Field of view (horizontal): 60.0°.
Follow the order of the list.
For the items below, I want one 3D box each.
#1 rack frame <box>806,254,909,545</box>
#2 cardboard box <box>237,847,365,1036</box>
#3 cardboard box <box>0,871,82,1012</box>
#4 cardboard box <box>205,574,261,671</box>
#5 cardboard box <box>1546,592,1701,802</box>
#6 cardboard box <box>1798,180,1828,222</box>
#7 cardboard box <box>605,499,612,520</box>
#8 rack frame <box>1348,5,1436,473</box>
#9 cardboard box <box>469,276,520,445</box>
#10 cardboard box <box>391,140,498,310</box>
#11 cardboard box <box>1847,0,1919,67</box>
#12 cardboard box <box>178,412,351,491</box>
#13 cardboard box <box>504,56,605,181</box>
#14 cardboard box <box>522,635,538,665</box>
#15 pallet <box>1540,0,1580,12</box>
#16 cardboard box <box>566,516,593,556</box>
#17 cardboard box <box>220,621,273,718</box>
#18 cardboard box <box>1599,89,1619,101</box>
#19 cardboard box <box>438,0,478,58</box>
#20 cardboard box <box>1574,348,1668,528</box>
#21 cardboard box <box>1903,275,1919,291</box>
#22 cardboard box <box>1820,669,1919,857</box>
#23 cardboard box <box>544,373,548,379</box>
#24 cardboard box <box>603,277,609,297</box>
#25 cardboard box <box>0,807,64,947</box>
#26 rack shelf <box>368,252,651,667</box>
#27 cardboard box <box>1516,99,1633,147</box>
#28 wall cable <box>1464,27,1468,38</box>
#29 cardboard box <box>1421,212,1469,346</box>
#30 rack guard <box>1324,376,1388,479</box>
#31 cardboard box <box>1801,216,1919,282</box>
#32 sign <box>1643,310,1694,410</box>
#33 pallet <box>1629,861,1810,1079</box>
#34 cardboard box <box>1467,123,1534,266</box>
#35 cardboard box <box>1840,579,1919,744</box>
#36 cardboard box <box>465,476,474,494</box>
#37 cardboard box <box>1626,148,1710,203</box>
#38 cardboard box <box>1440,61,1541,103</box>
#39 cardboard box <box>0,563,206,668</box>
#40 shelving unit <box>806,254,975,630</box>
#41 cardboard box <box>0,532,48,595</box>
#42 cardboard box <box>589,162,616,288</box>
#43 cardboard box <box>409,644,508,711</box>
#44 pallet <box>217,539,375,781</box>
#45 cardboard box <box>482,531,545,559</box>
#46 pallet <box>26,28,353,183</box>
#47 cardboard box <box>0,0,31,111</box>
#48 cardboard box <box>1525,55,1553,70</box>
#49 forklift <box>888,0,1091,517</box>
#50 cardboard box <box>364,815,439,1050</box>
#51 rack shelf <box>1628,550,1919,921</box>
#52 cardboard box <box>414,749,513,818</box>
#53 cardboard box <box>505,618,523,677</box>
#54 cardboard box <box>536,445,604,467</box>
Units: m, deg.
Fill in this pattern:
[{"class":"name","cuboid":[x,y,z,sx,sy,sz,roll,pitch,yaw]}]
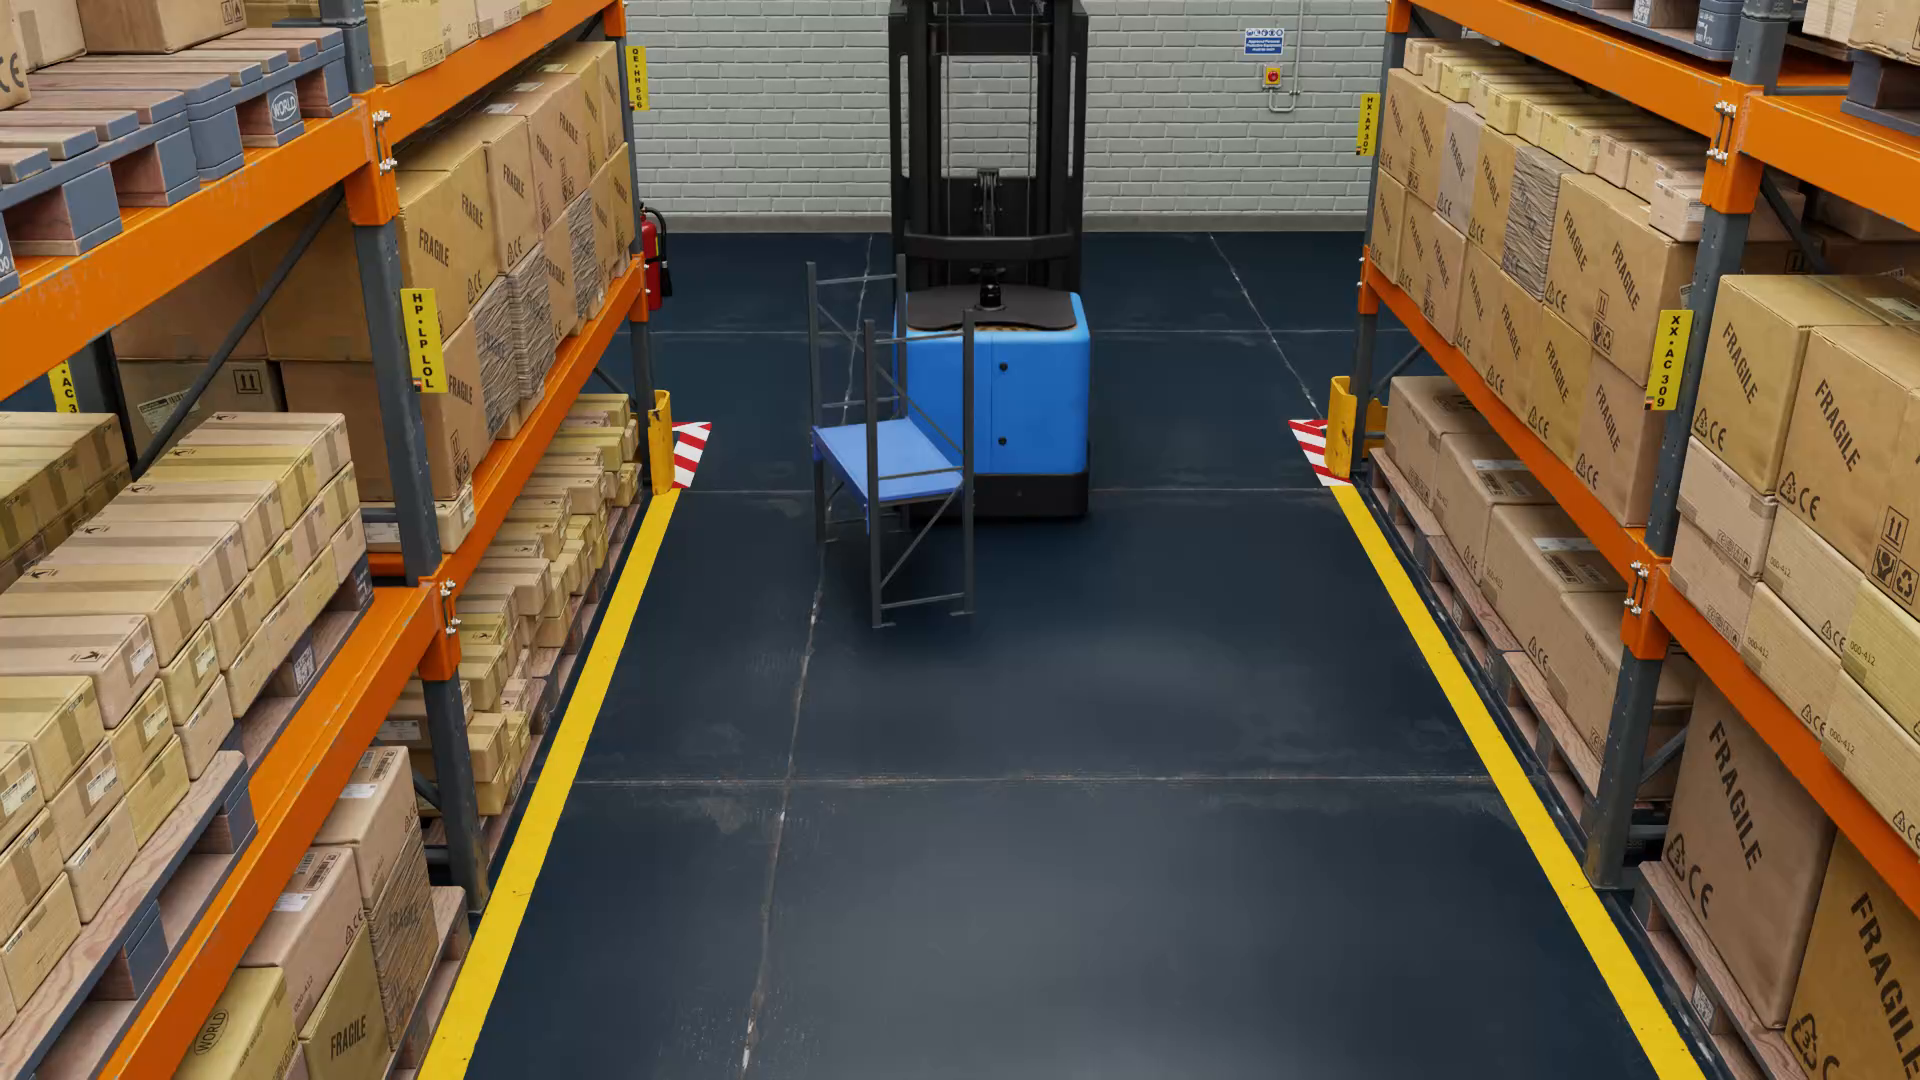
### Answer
[{"class":"rack frame","cuboid":[-0.510,-0.697,8.472,0.500,1.500,0.032,-8,26,-17]},{"class":"cardboard box","cuboid":[-1.924,1.054,4.394,0.500,0.250,0.500,1,24,2]},{"class":"cardboard box","cuboid":[-1.953,0.770,3.203,0.380,0.149,0.250,0,24,0]},{"class":"cardboard box","cuboid":[-1.964,0.204,4.093,0.380,0.149,0.250,-1,24,-2]},{"class":"cardboard box","cuboid":[2.872,0.583,6.420,0.875,0.438,0.875,-1,24,-1]},{"class":"cardboard box","cuboid":[3.009,-1.167,5.569,0.380,0.149,0.250,0,24,0]},{"class":"cardboard box","cuboid":[-1.986,-0.180,8.458,0.380,0.149,0.250,0,24,-1]},{"class":"rack frame","cuboid":[2.728,-1.782,9.050,1.000,3.000,0.127,0,24,-1]},{"class":"cardboard box","cuboid":[-1.943,-0.660,6.087,0.500,0.500,0.500,0,24,-1]},{"class":"cardboard box","cuboid":[-1.959,-1.107,5.862,0.500,0.500,0.500,-1,24,-2]},{"class":"cardboard box","cuboid":[2.491,-1.373,3.875,0.500,0.500,0.500,-1,24,-2]},{"class":"cardboard box","cuboid":[-1.978,-0.253,4.743,0.380,0.149,0.250,1,24,2]},{"class":"cardboard box","cuboid":[-1.962,-1.959,7.745,0.500,0.500,0.500,-1,24,-2]},{"class":"cardboard box","cuboid":[-2.008,0.459,7.044,0.380,0.149,0.250,-1,24,-3]},{"class":"pallet","cuboid":[2.763,-2.299,6.660,1.003,0.211,1.213,0,24,-1]},{"class":"cardboard box","cuboid":[-1.919,0.003,7.692,0.380,0.149,0.250,1,24,2]},{"class":"cardboard box","cuboid":[-1.968,0.329,4.178,0.380,0.149,0.250,-1,24,-3]},{"class":"cardboard box","cuboid":[3.001,-1.906,7.203,0.380,0.149,0.250,0,24,1]},{"class":"cardboard box","cuboid":[-1.933,-1.767,5.558,0.500,0.250,0.500,-1,24,-1]},{"class":"cardboard box","cuboid":[2.511,-0.369,5.805,0.500,0.500,0.500,0,24,0]},{"class":"cardboard box","cuboid":[3.027,-0.452,4.775,0.500,0.500,0.500,1,24,1]},{"class":"cardboard box","cuboid":[2.509,0.542,4.095,0.500,0.250,0.500,0,24,-1]},{"class":"cardboard box","cuboid":[-1.965,-0.726,7.021,0.380,0.149,0.250,1,24,1]},{"class":"cardboard box","cuboid":[-1.952,-1.265,8.211,0.380,0.149,0.250,0,24,-1]},{"class":"cardboard box","cuboid":[-1.953,0.635,3.140,0.380,0.149,0.250,0,24,-1]},{"class":"rack shelf","cuboid":[-2.199,-0.566,7.235,1.077,0.370,4.000,0,24,-1]},{"class":"cardboard box","cuboid":[2.481,-1.684,6.712,0.380,0.149,0.250,0,24,-1]},{"class":"wall cable","cuboid":[4.061,-4.580,14.003,0.588,1.984,0.122,0,24,-1]},{"class":"cardboard box","cuboid":[2.467,-1.211,7.665,0.500,0.500,0.500,0,24,-1]},{"class":"rack guard","cuboid":[2.728,-0.653,9.587,1.175,0.500,0.348,0,24,-1]},{"class":"cardboard box","cuboid":[3.008,-0.832,5.615,0.500,0.500,0.500,0,24,0]},{"class":"sign","cuboid":[2.217,-0.561,5.204,0.100,0.325,0.005,0,24,-1]},{"class":"pallet","cuboid":[2.855,1.454,5.278,1.003,0.211,1.213,0,24,-1]},{"class":"cardboard box","cuboid":[2.481,-1.454,6.989,0.500,0.500,0.500,0,24,0]},{"class":"cardboard box","cuboid":[2.507,0.312,3.995,0.500,0.250,0.500,0,24,0]},{"class":"cardboard box","cuboid":[-1.930,-0.180,5.812,0.380,0.149,0.250,0,24,1]},{"class":"cardboard box","cuboid":[2.563,-1.268,5.791,0.380,0.149,0.250,0,24,0]},{"class":"cardboard box","cuboid":[2.438,-2.108,7.648,0.380,0.149,0.250,-1,24,-2]},{"class":"cardboard box","cuboid":[-1.971,0.173,3.800,0.380,0.149,0.250,-1,24,-2]},{"class":"shelving unit","cuboid":[-0.344,-0.499,8.034,0.538,1.500,1.048,-8,26,-17]},{"class":"cardboard box","cuboid":[-2.625,0.095,4.334,0.380,0.149,0.250,0,24,1]},{"class":"cardboard box","cuboid":[-1.958,-1.503,7.951,0.500,0.500,0.500,-1,24,-1]},{"class":"cardboard box","cuboid":[-1.917,0.510,6.210,0.380,0.149,0.250,1,24,2]},{"class":"pallet","cuboid":[-2.314,0.333,4.606,1.003,0.211,1.213,0,24,-1]},{"class":"cardboard box","cuboid":[-2.002,0.081,7.158,0.380,0.149,0.250,-1,24,-3]},{"class":"pallet","cuboid":[-2.277,-1.096,4.122,1.213,0.211,1.003,0,24,-1]},{"class":"cardboard box","cuboid":[-2.292,-1.038,3.130,0.797,0.503,0.637,-1,24,-1]},{"class":"cardboard box","cuboid":[2.959,-2.327,8.134,0.380,0.149,0.250,0,24,0]},{"class":"forklift","cuboid":[0.150,-2.018,9.656,1.130,2.935,3.031,0,24,-1]},{"class":"cardboard box","cuboid":[-1.917,1.182,5.021,0.500,0.500,0.500,-1,24,-2]},{"class":"rack shelf","cuboid":[2.793,1.018,3.732,1.077,0.370,4.000,0,24,-1]},{"class":"cardboard box","cuboid":[-1.860,0.886,6.100,0.380,0.149,0.250,-1,24,-3]},{"class":"cardboard box","cuboid":[-1.992,0.436,6.735,0.380,0.149,0.250,-1,24,-3]},{"class":"cardboard box","cuboid":[-1.947,-0.348,8.107,0.380,0.149,0.250,-1,24,-3]}]
